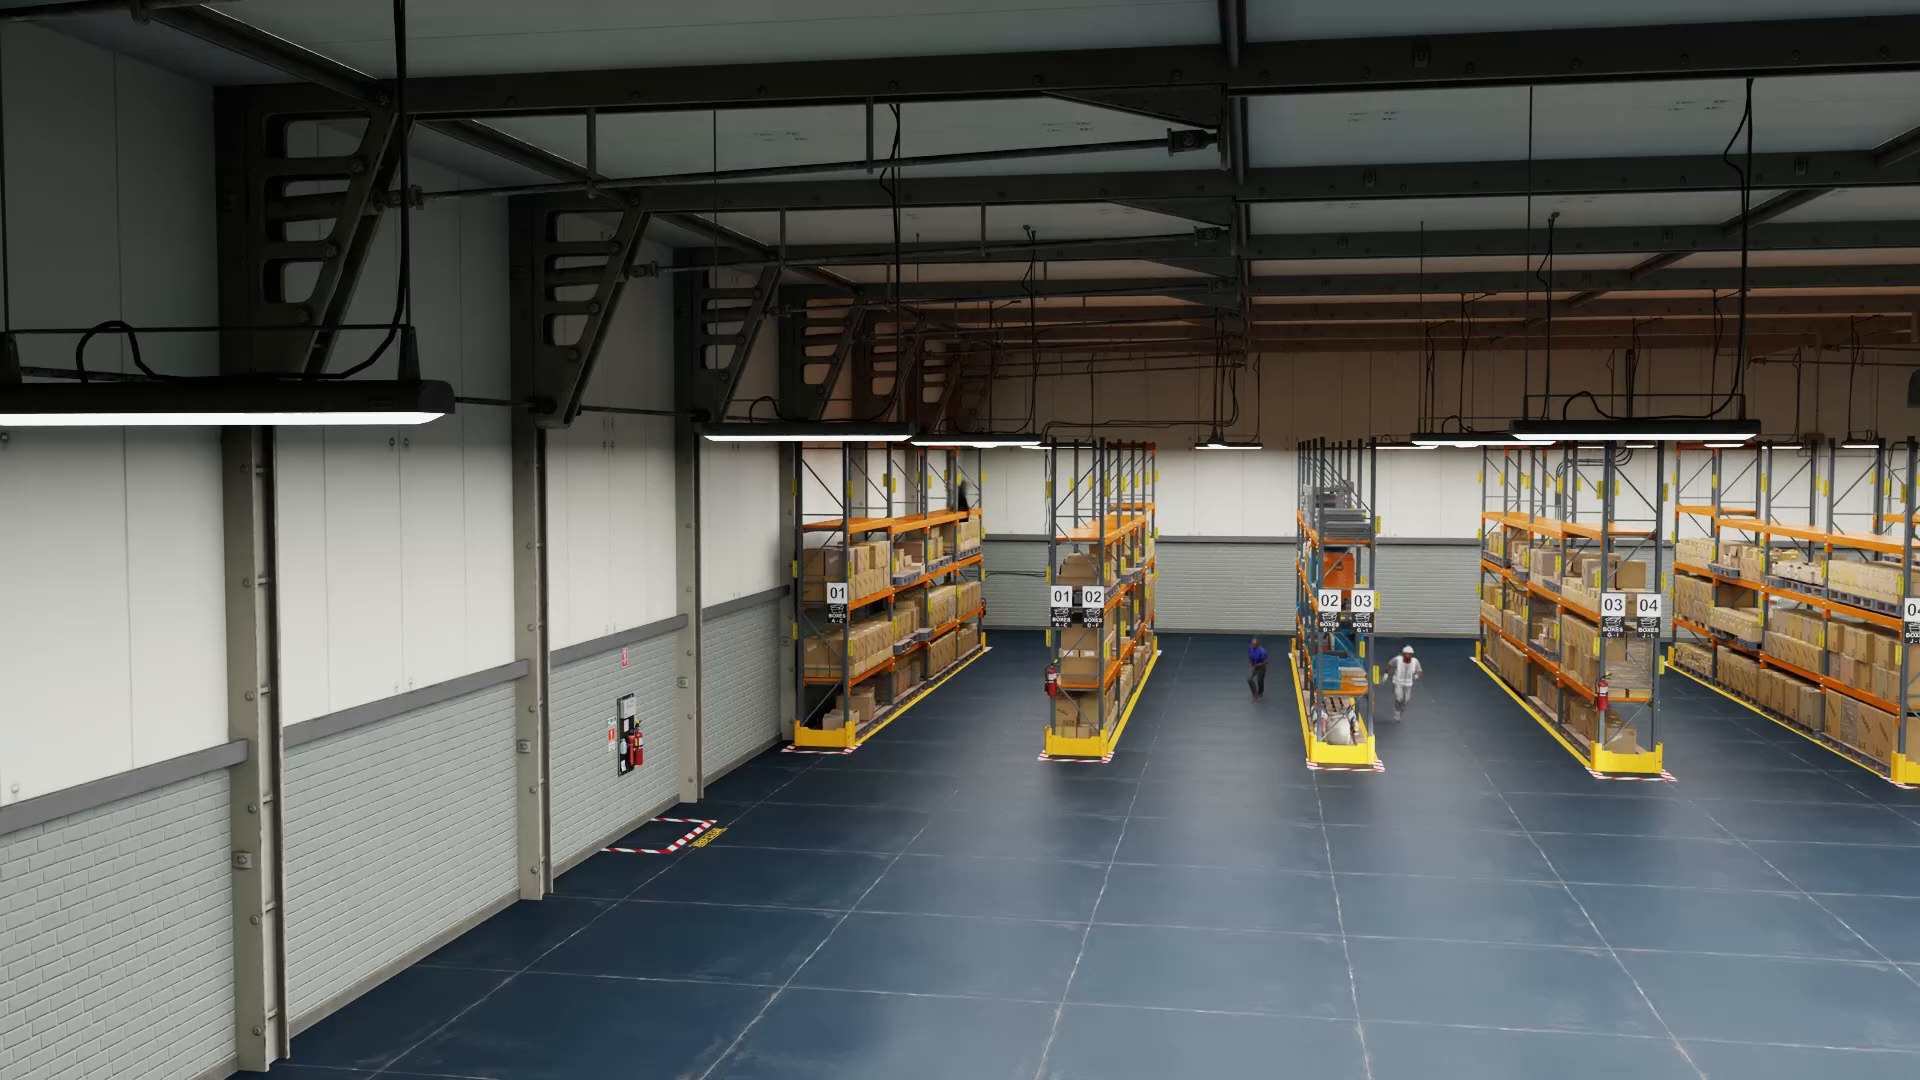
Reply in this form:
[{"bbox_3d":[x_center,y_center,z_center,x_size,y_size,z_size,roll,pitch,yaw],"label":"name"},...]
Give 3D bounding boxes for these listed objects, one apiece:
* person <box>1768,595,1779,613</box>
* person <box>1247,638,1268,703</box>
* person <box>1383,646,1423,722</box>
[{"bbox_3d":[22.265,2.424,45.471,0.862,1.827,0.624,0,3,-5],"label":"person"},{"bbox_3d":[6.834,2.947,38.104,0.582,1.479,1.053,1,3,26],"label":"person"},{"bbox_3d":[9.320,3.029,34.956,0.720,1.642,0.969,0,3,-3],"label":"person"}]
